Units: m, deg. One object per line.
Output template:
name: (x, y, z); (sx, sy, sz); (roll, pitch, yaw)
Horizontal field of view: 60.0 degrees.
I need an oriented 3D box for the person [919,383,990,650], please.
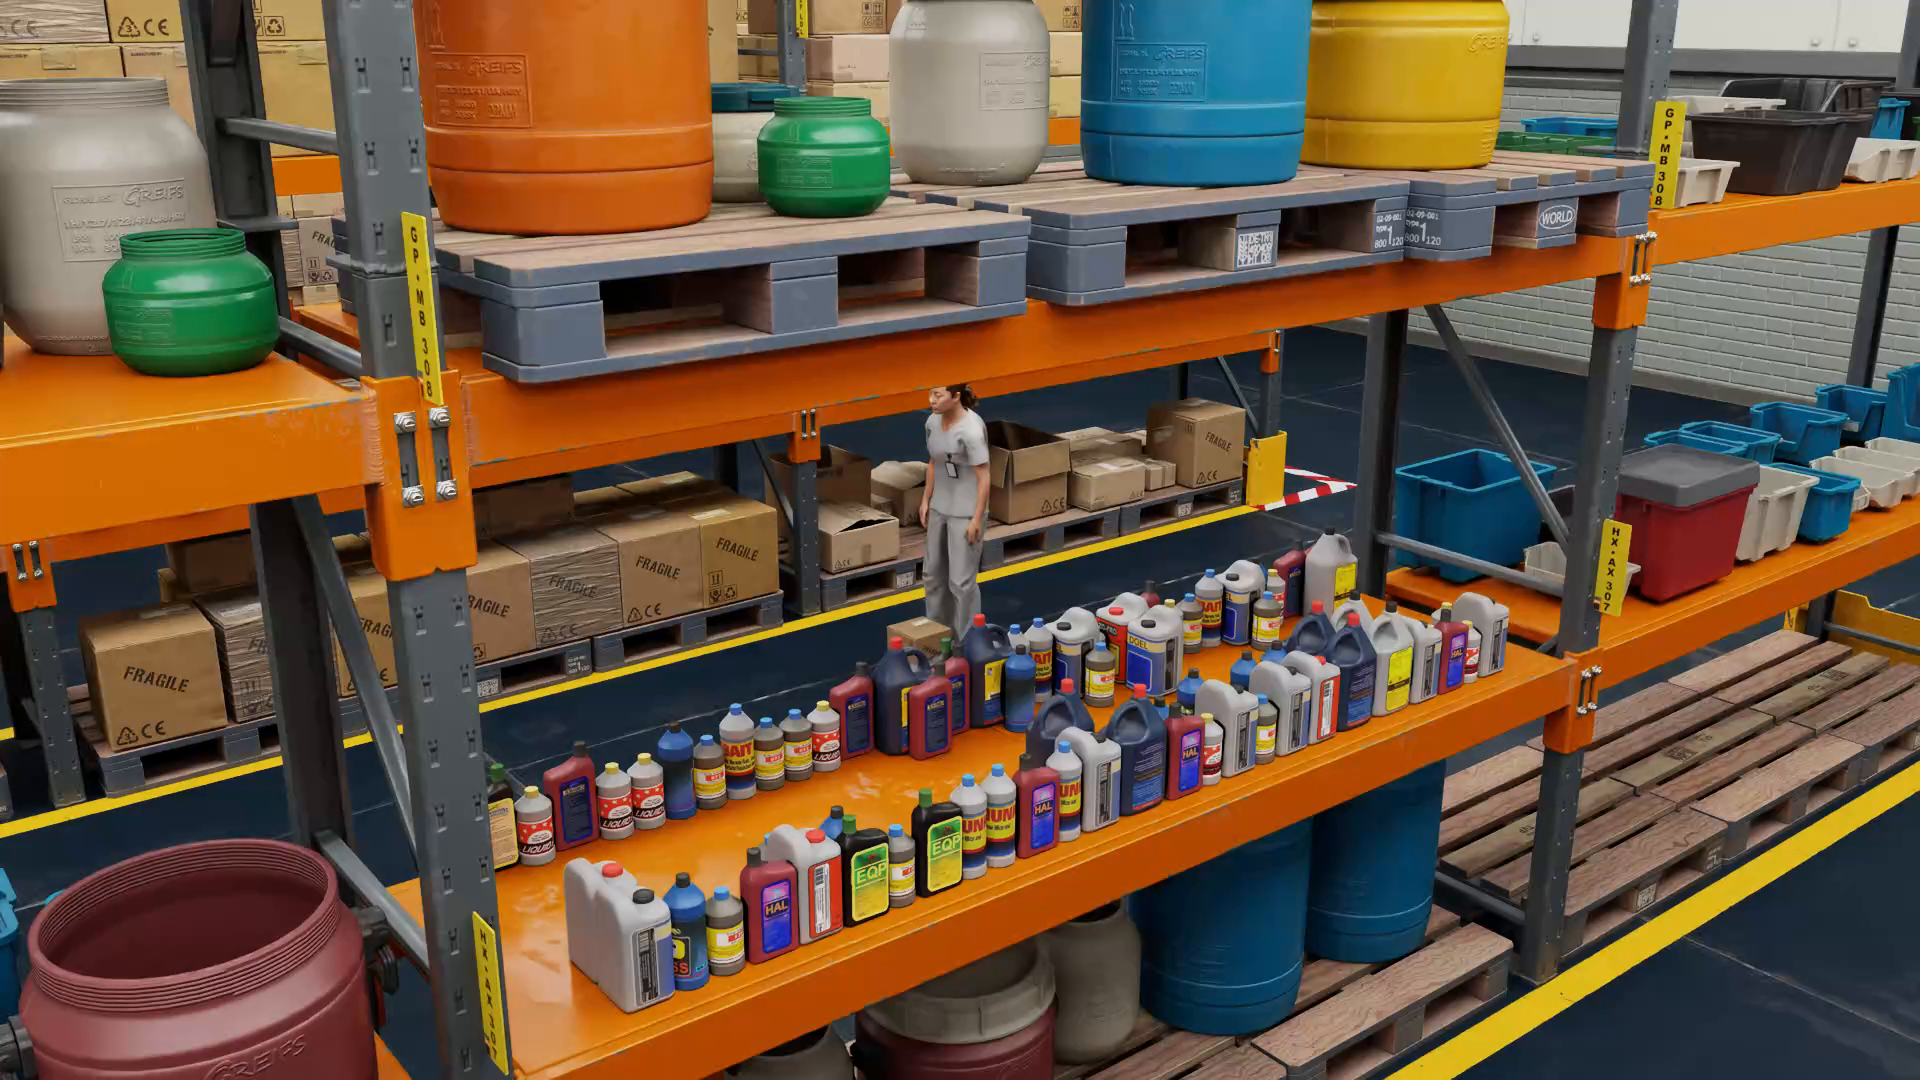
person: (-0.034, -0.135, 8.976); (0.354, 1.673, 0.495); (-14, 22, -37)
